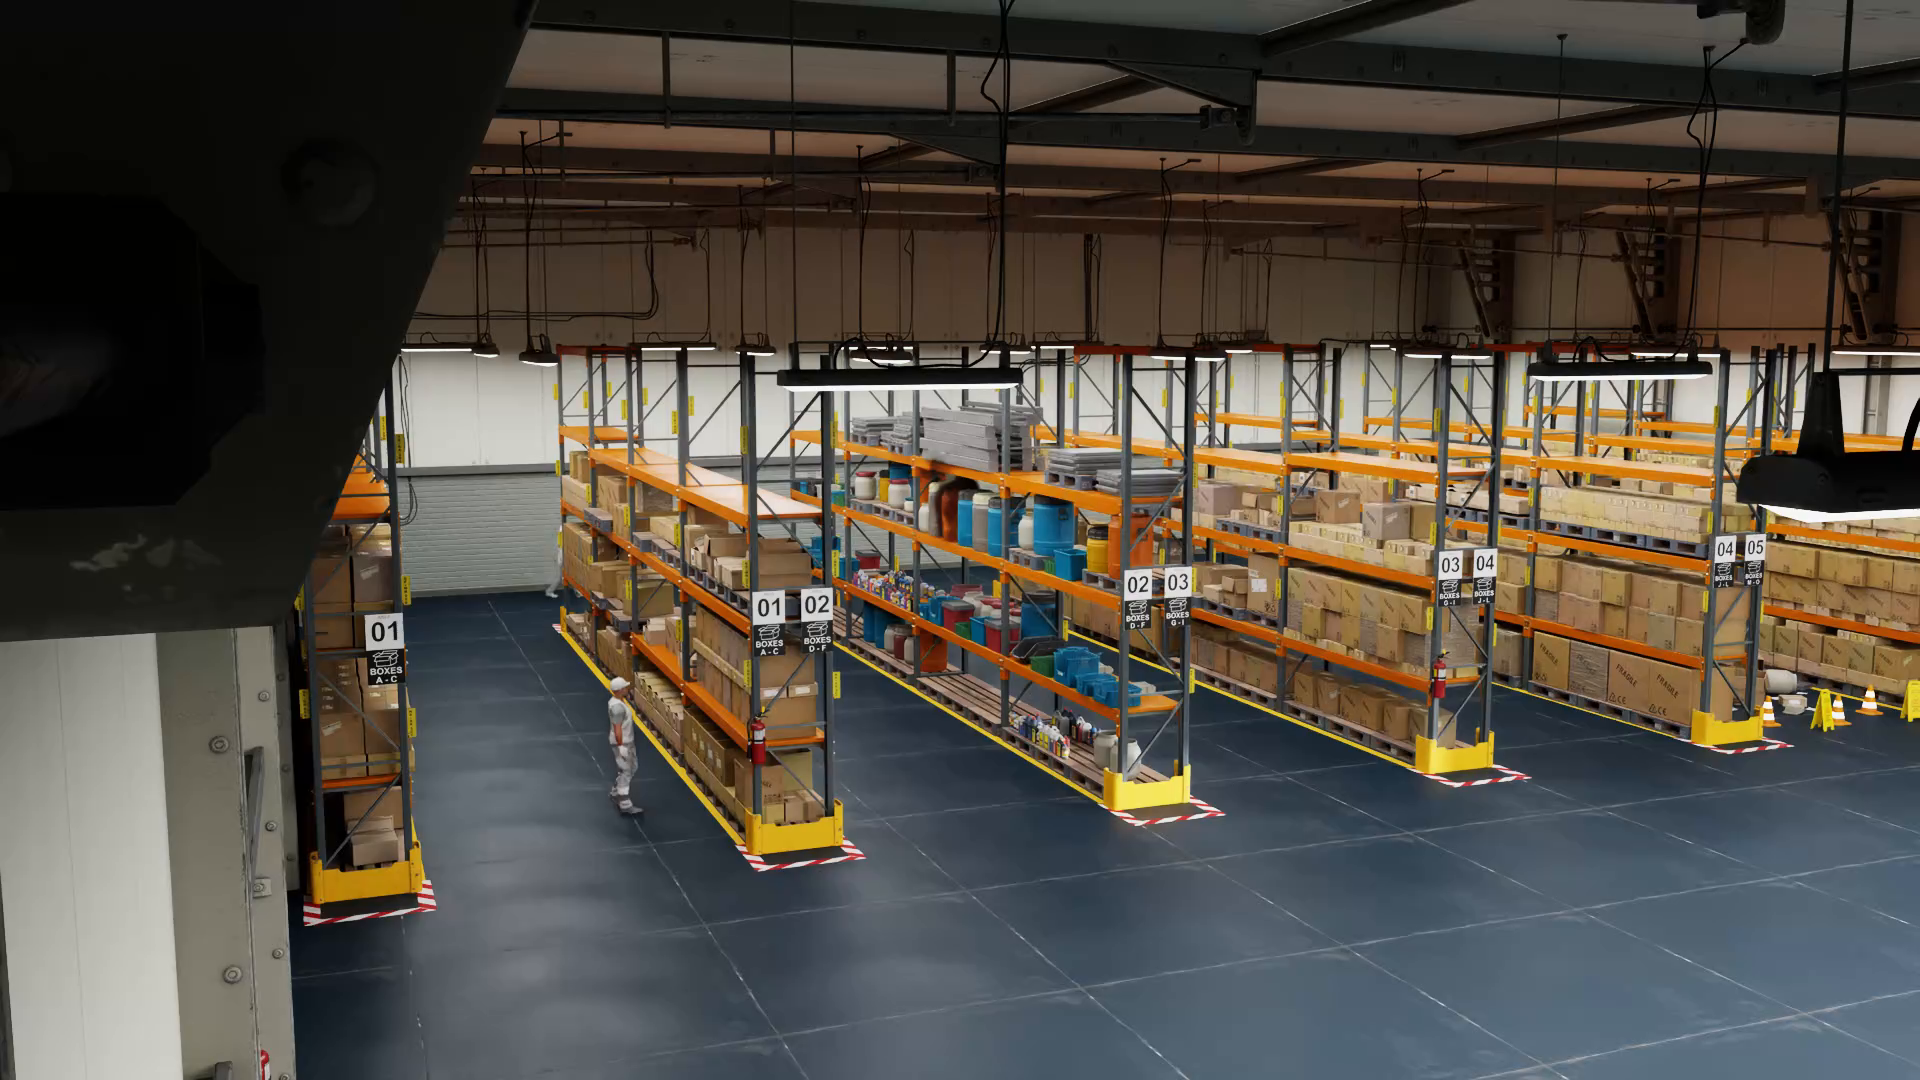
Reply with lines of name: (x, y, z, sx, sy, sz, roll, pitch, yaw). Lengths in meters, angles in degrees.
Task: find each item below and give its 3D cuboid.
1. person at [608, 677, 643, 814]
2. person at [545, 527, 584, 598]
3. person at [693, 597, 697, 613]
person: (-4.425, 2.679, 21.866, 0.517, 1.795, 0.622, 0, 7, -1)
person: (-9.238, 0.524, 39.027, 0.984, 1.737, 0.636, 0, 7, -3)
person: (-5.880, 0.816, 36.532, 0.606, 1.704, 1.078, -2, 8, -17)
